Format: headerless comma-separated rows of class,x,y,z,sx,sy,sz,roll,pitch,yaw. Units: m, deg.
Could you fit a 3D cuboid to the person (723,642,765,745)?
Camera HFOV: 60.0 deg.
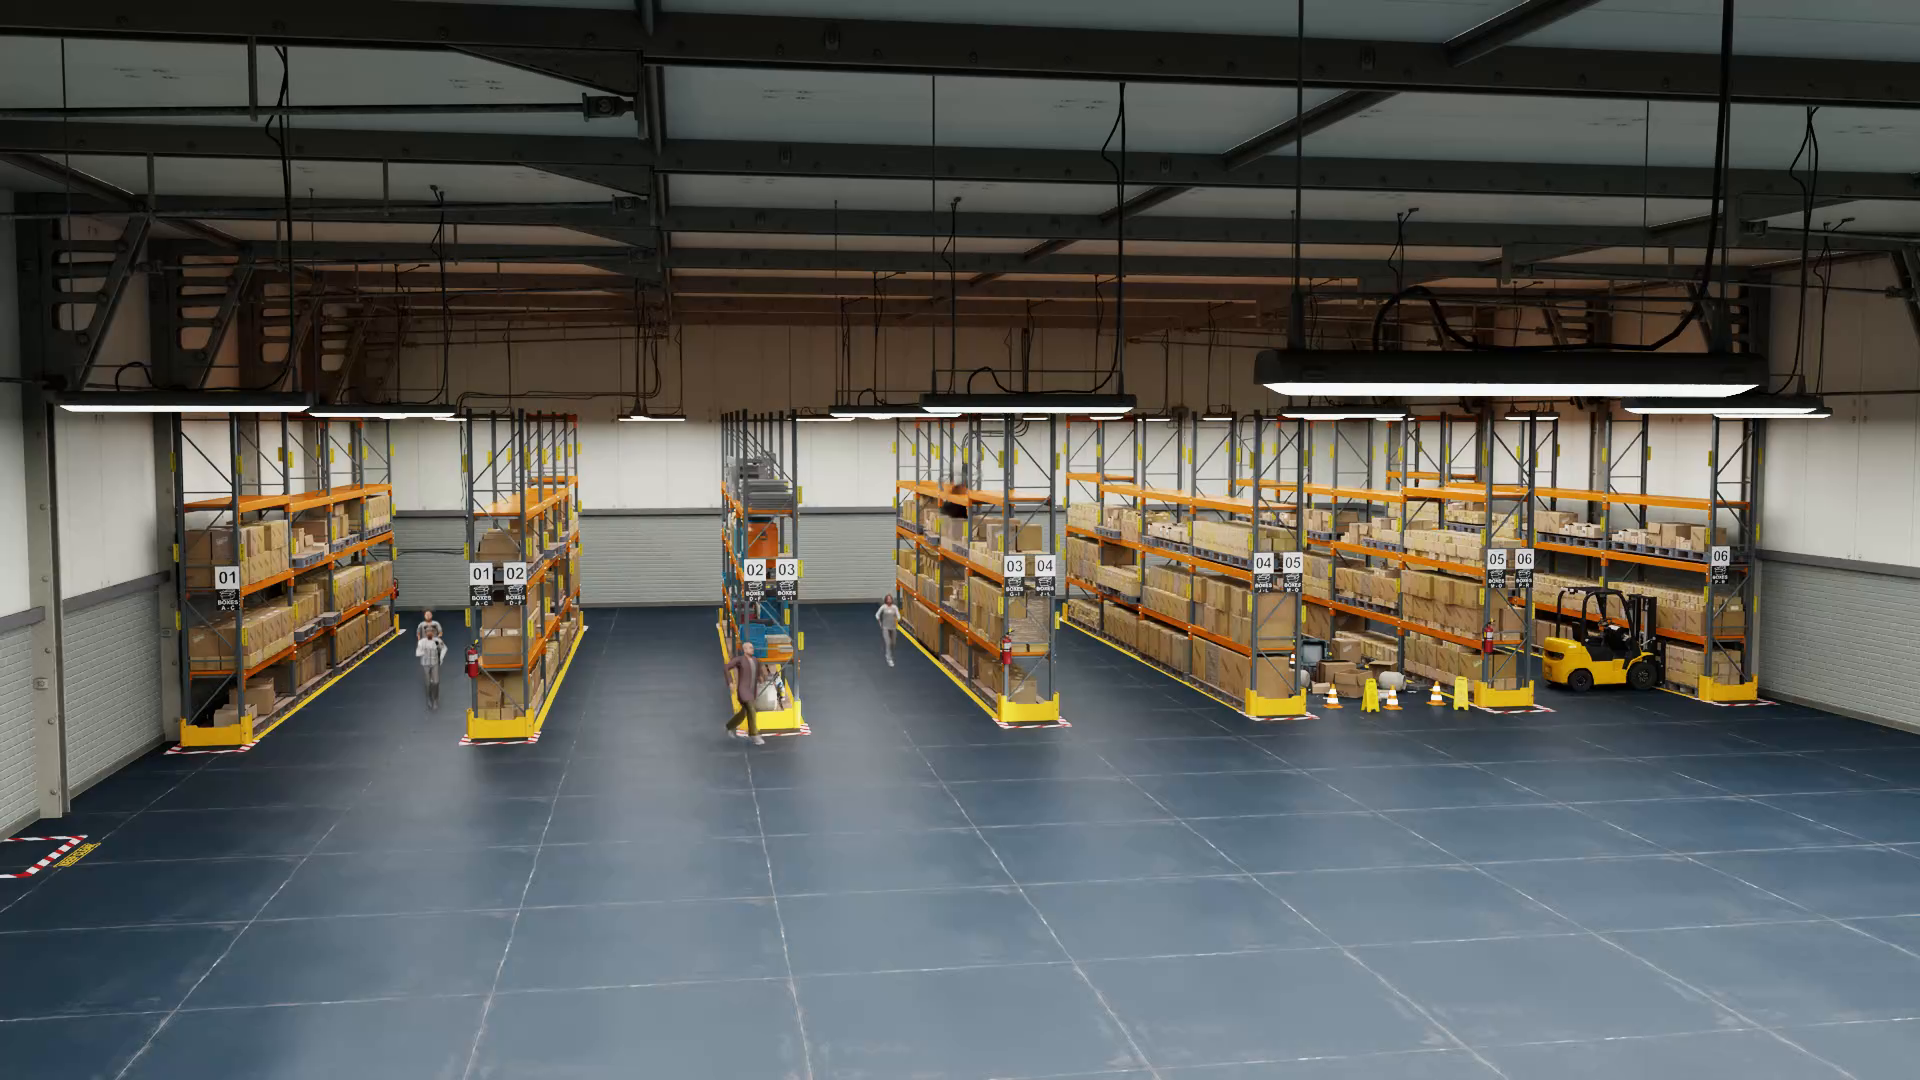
person,-3.803,2.738,29.988,0.987,1.767,0.719,3,5,33

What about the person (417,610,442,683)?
person,-11.703,2.348,36.691,0.541,1.624,0.553,-1,4,-16

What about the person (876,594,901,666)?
person,-1.605,2.019,37.579,0.548,1.582,0.740,-1,4,-16

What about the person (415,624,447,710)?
person,-10.623,2.550,33.408,0.592,1.734,0.684,-1,4,-15
